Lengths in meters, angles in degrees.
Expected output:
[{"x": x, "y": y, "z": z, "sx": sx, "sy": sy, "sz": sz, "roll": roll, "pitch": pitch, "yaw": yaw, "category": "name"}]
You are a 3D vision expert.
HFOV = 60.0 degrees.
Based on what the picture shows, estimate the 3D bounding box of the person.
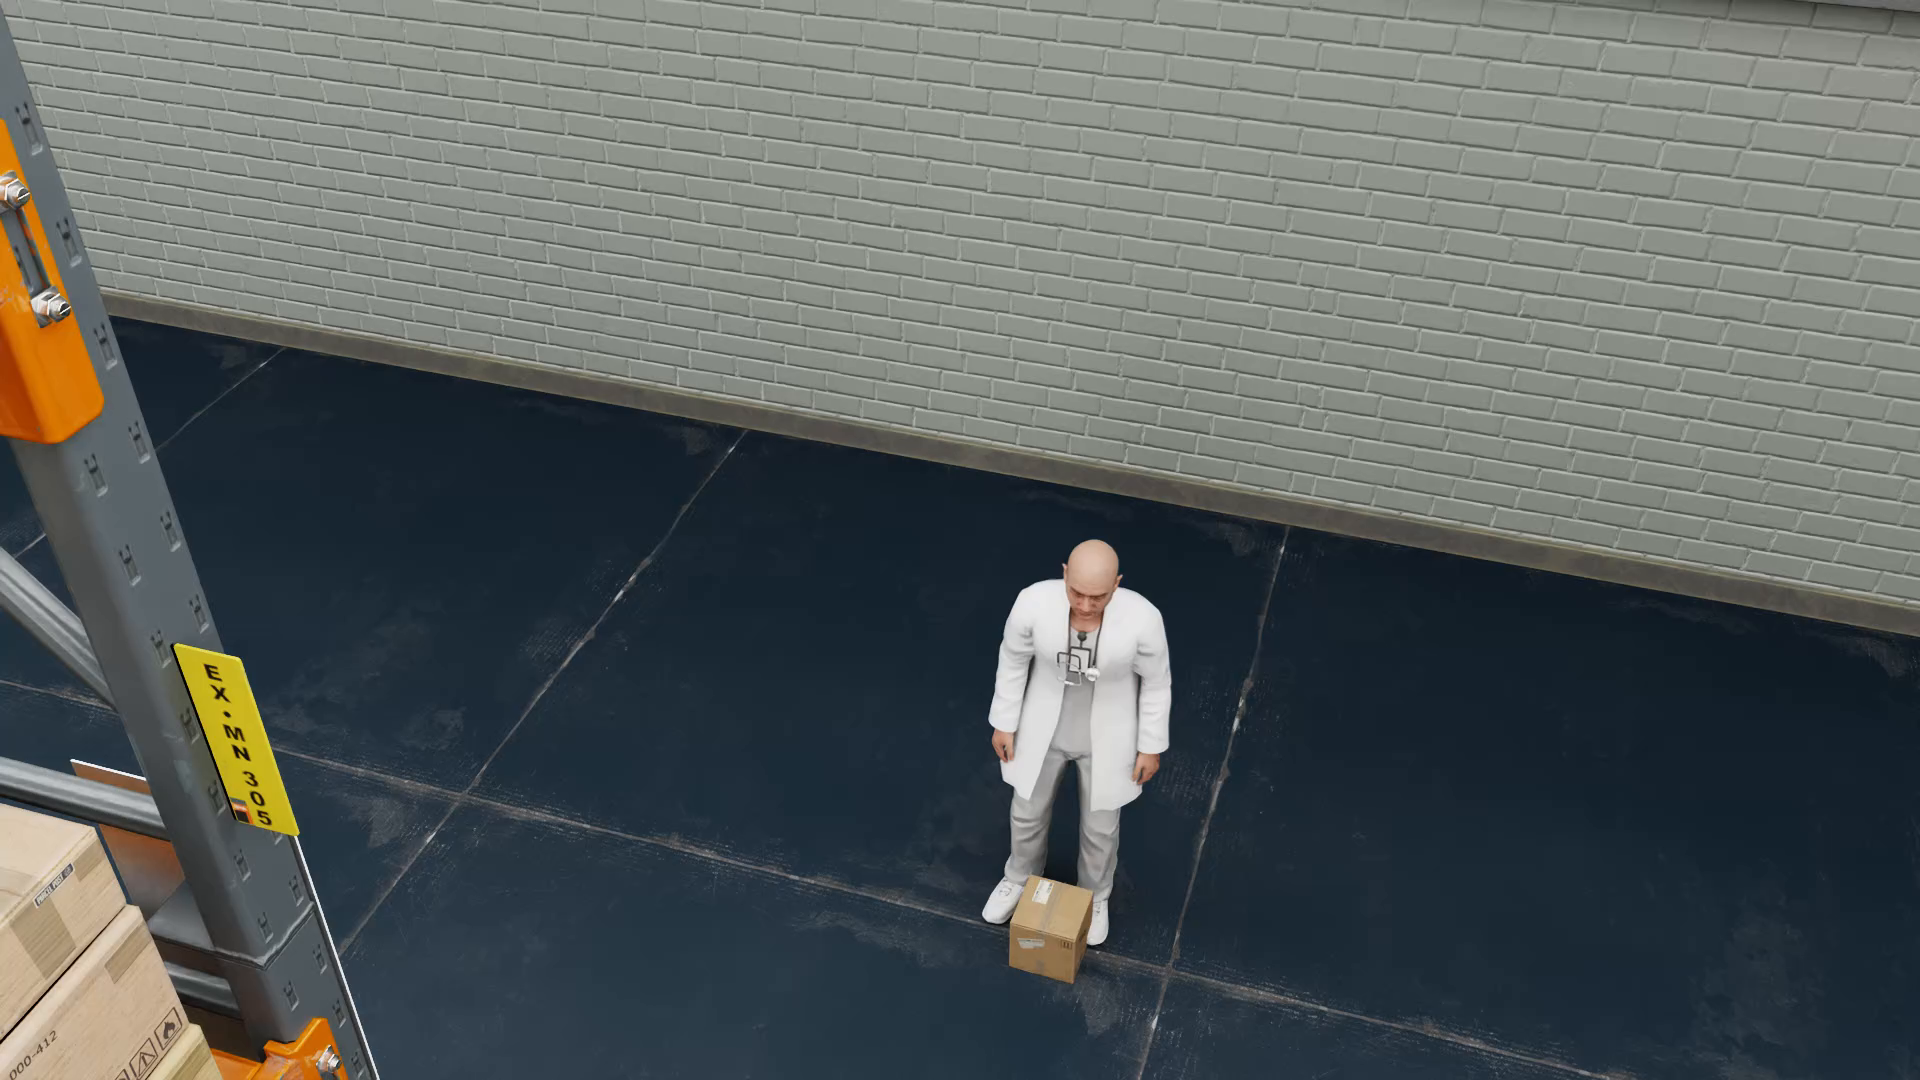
[{"x": 0.423, "y": 0.703, "z": 5.959, "sx": 0.651, "sy": 1.773, "sz": 0.428, "roll": 8, "pitch": 37, "yaw": 11, "category": "person"}]
